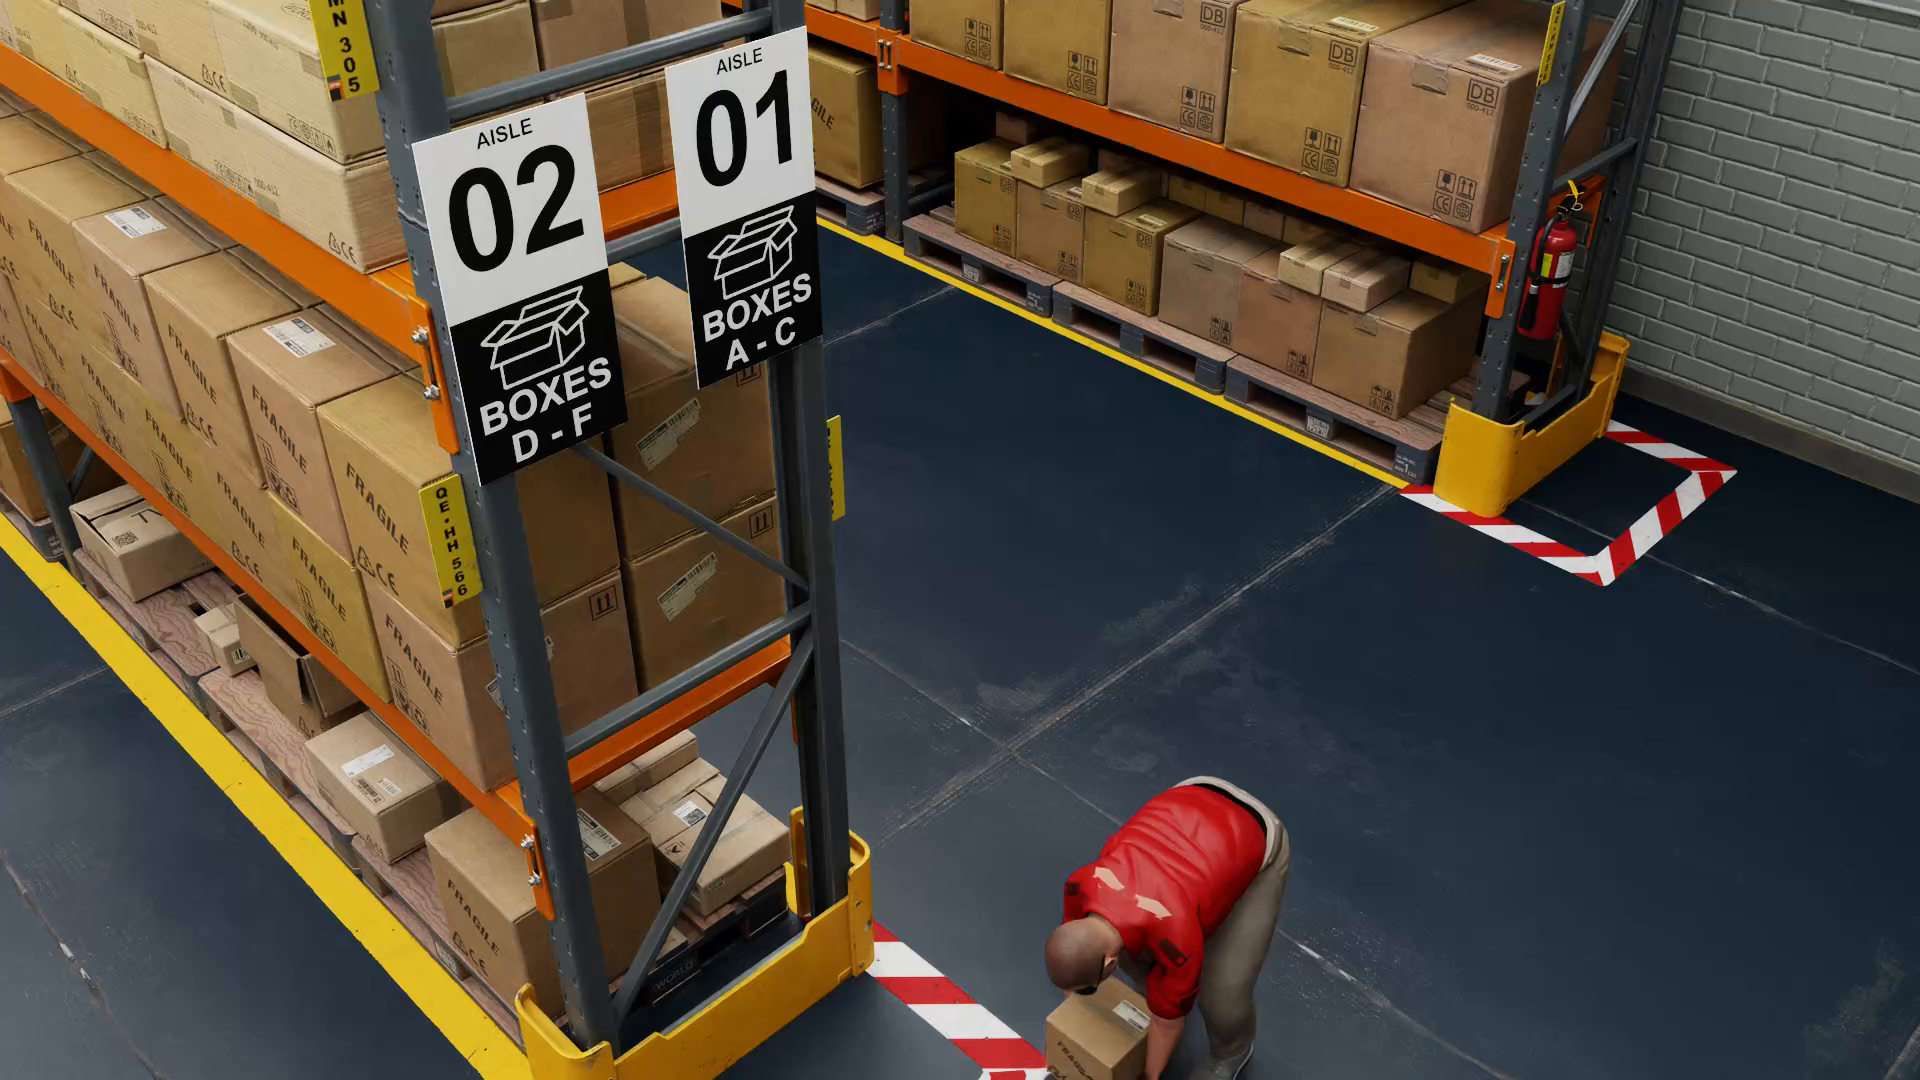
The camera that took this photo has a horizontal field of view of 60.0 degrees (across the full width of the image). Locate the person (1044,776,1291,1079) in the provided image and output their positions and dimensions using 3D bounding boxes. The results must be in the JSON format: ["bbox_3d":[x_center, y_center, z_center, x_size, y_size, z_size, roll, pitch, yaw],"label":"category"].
[{"bbox_3d":[0.566,1.288,4.903,0.498,1.078,0.959,28,44,34],"label":"person"}]
